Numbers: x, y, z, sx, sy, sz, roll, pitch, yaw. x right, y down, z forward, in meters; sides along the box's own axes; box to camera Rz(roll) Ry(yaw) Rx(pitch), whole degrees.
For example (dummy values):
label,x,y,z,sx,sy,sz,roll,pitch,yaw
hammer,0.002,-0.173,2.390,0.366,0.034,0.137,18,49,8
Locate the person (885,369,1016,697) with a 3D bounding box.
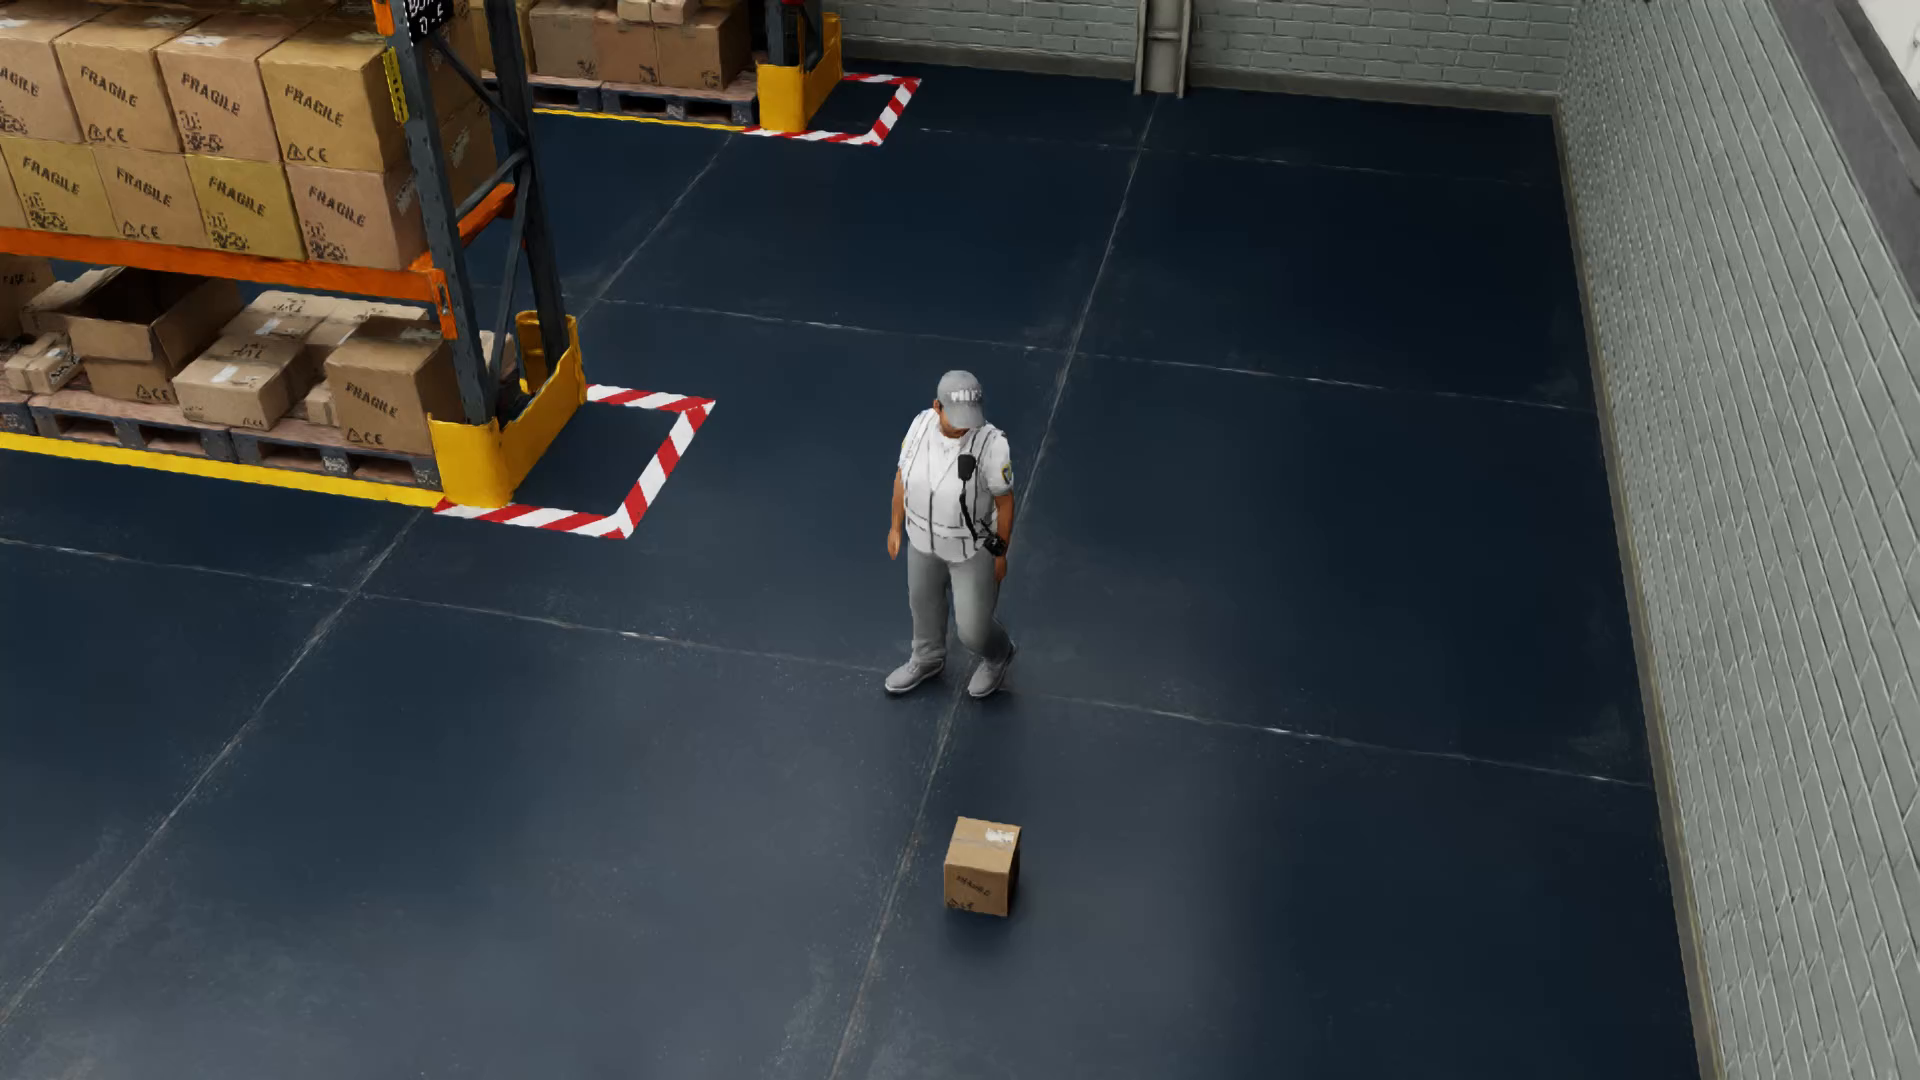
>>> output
label,x,y,z,sx,sy,sz,roll,pitch,yaw
person,-0.028,-0.011,6.953,0.531,1.658,0.416,22,42,26
